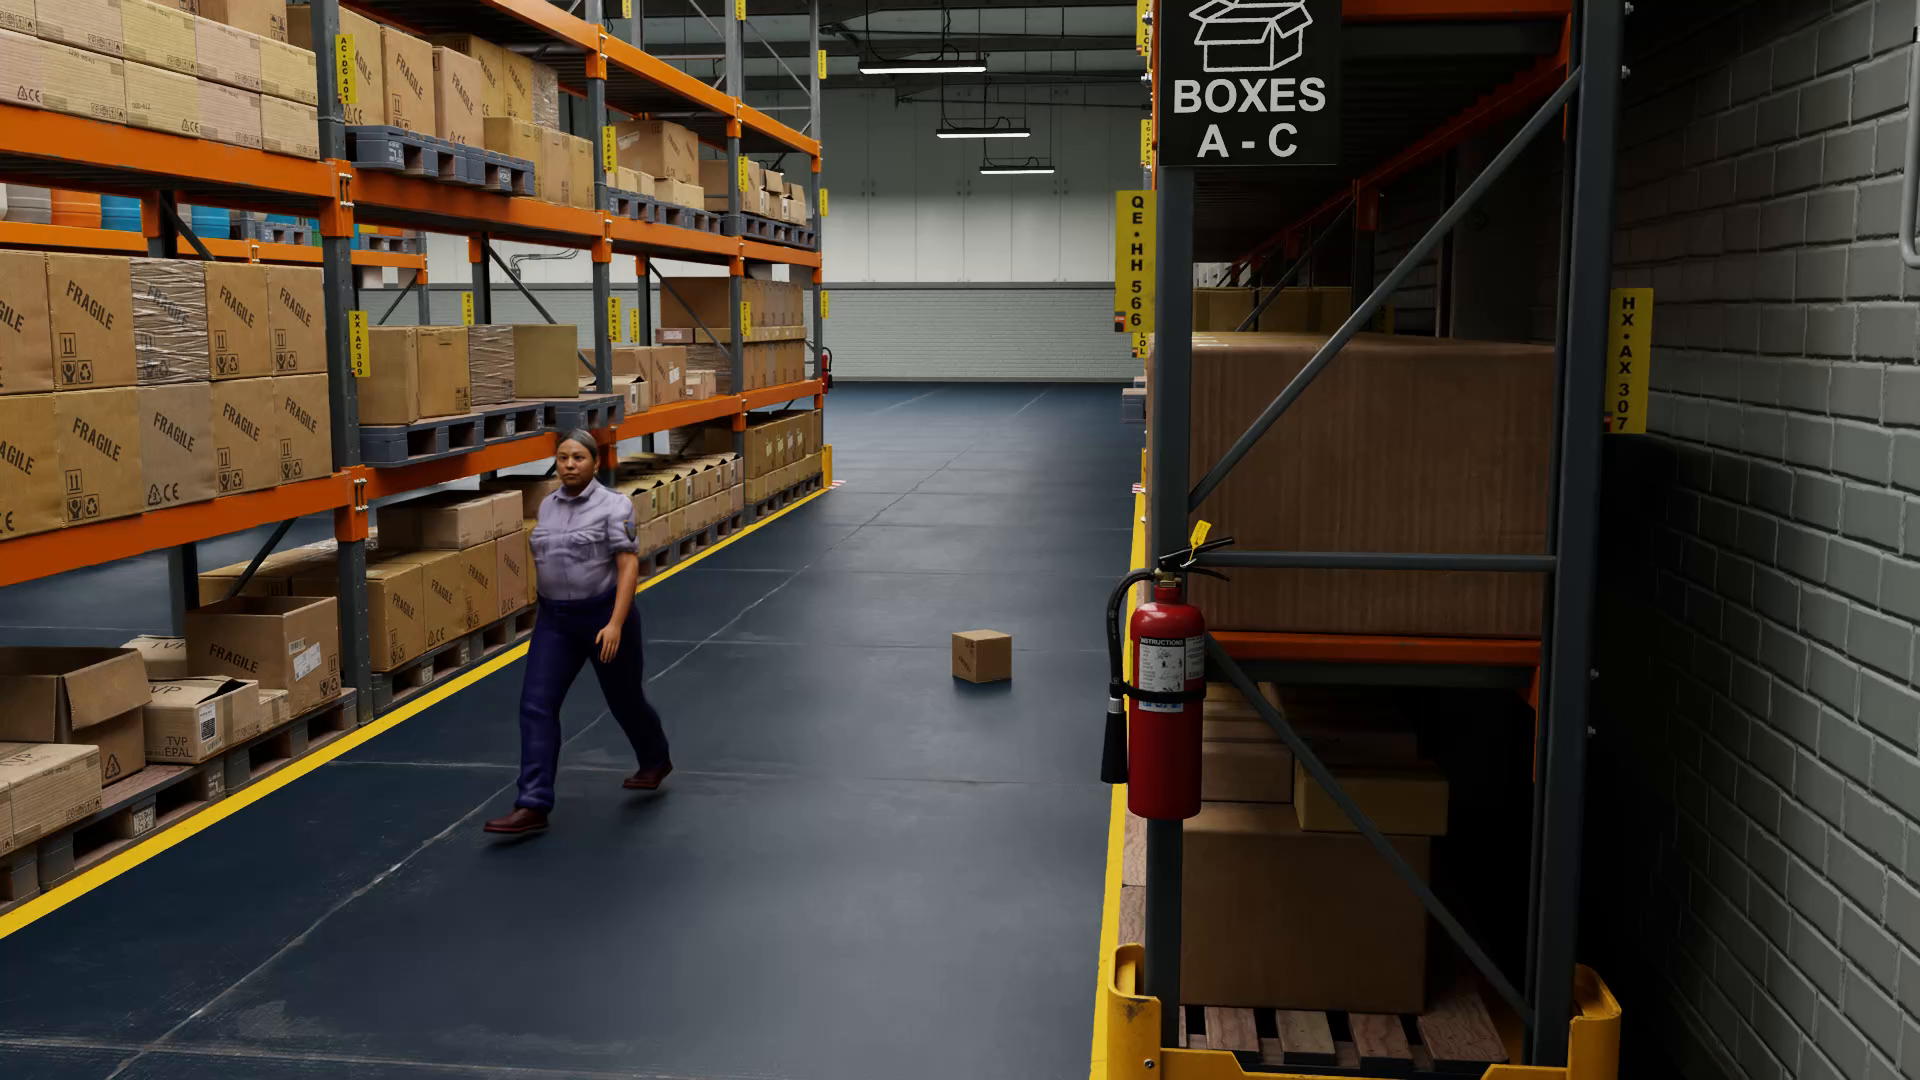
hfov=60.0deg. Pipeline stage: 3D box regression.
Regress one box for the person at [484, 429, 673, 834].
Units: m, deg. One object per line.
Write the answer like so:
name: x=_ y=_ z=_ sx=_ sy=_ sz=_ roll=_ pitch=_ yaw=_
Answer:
person: x=-1.548 y=0.346 z=6.799 sx=0.528 sy=1.596 sz=0.984 roll=2 pitch=8 yaw=17
